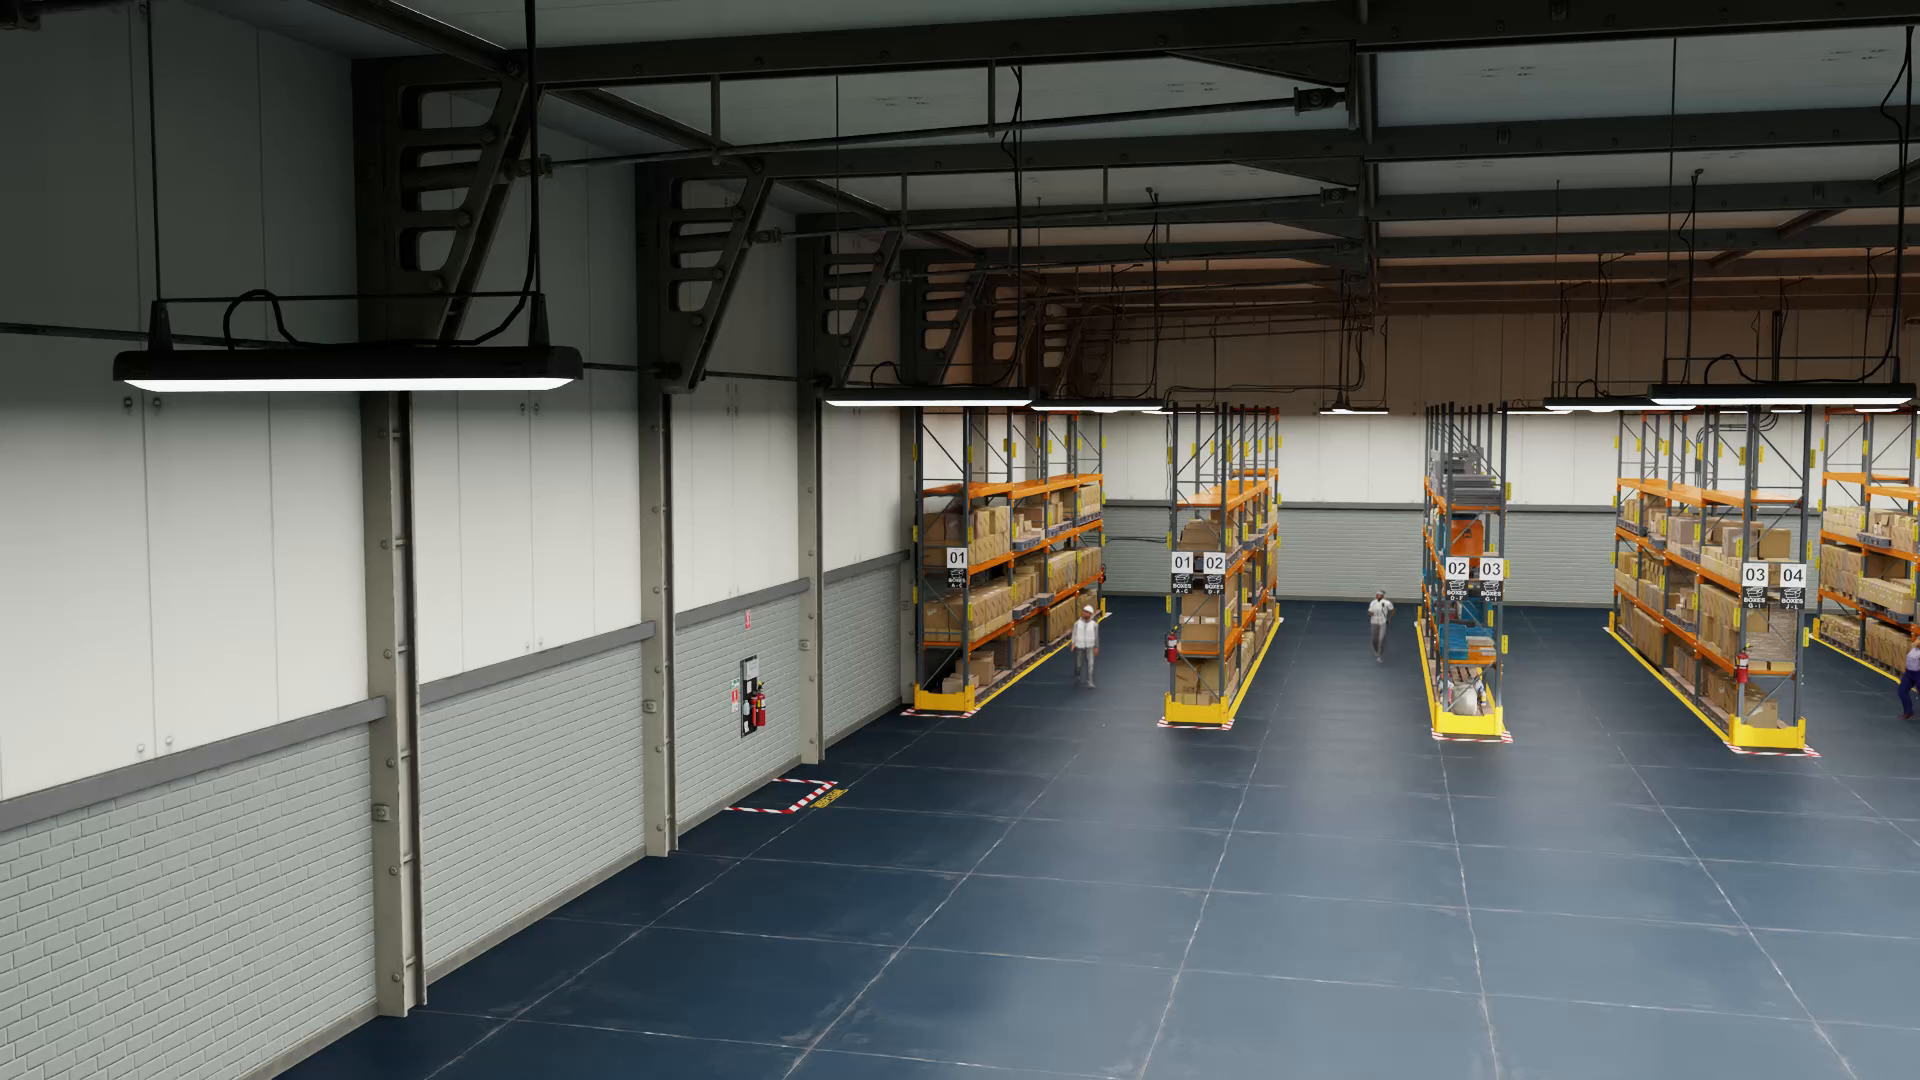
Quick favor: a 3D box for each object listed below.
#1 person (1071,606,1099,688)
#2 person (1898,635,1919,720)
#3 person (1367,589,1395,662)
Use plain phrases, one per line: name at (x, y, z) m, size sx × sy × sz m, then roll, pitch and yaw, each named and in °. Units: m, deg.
person at (2.642, 2.263, 35.312) m, size 0.617 × 1.721 × 0.949 m, roll 0°, pitch 4°, yaw -6°
person at (17.970, 2.613, 31.206) m, size 0.349 × 1.692 × 0.661 m, roll -1°, pitch 4°, yaw -18°
person at (9.898, 1.990, 39.156) m, size 0.621 × 1.694 × 0.816 m, roll 2°, pitch 5°, yaw 23°
